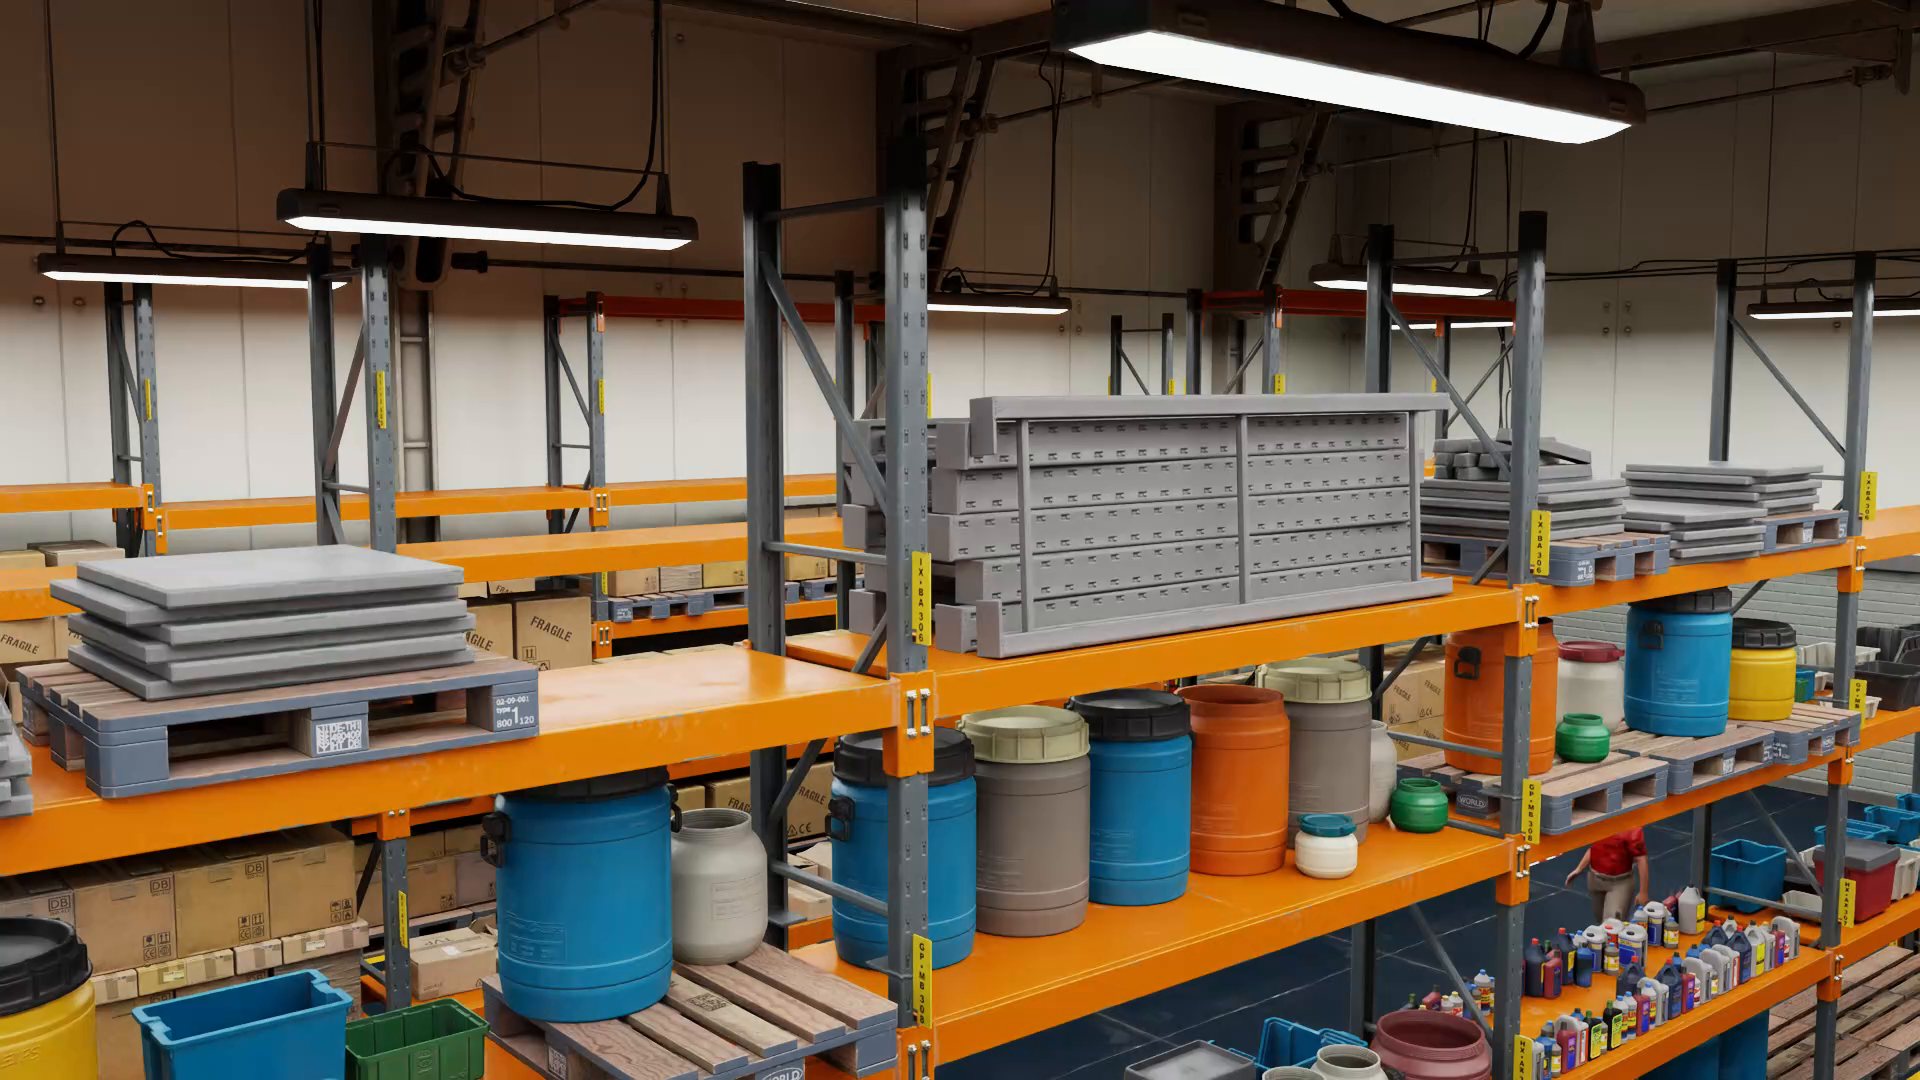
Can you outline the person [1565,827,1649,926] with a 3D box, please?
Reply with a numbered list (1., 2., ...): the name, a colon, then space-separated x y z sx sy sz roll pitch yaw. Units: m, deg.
1. person: 5.584 2.951 14.300 1.048 1.673 0.715 -4 7 -39
